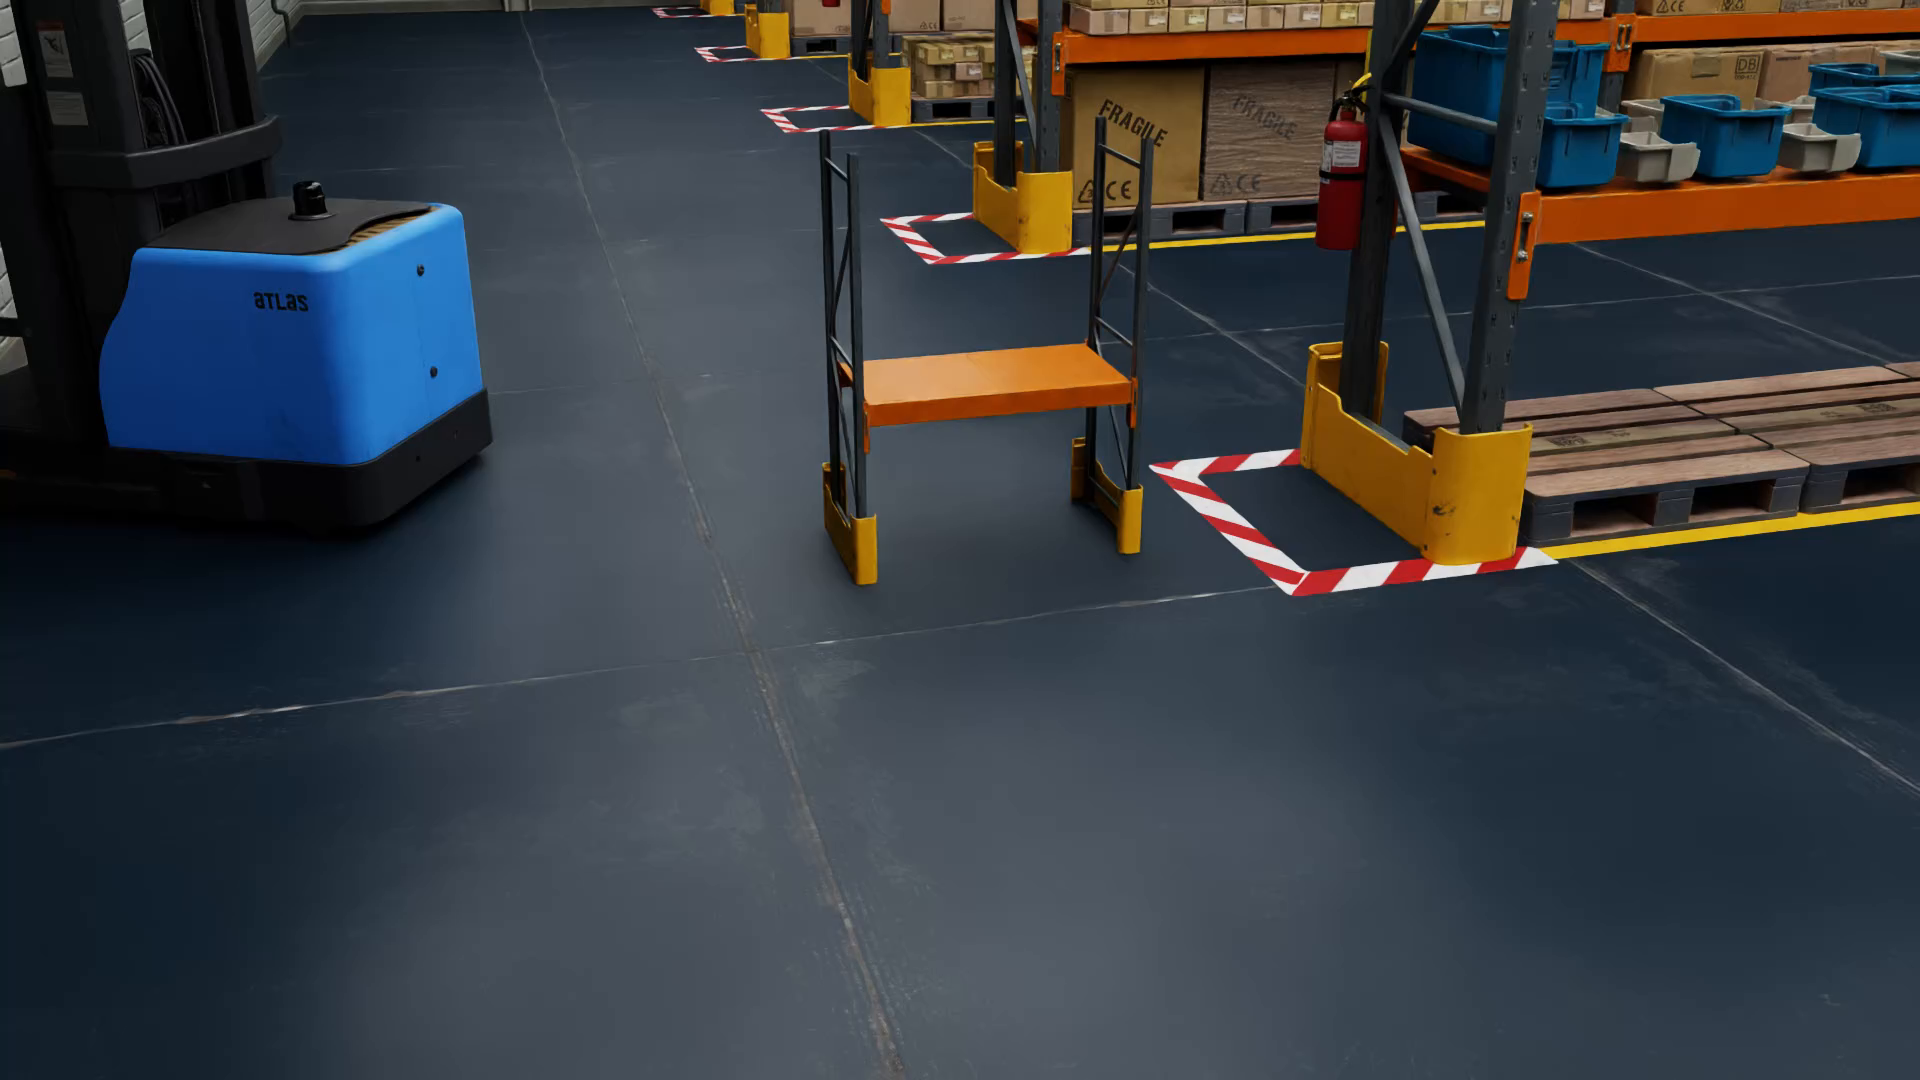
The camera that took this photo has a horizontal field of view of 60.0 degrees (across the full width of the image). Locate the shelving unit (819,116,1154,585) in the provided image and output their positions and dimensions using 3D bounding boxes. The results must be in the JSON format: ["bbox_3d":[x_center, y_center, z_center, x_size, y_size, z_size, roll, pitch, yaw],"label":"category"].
[{"bbox_3d":[0.073,-0.697,5.973,1.083,1.500,0.587,-6,24,-14],"label":"shelving unit"}]

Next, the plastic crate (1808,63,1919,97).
[{"bbox_3d":[3.667,-1.792,6.759,0.300,0.233,0.416,-6,24,-14],"label":"plastic crate"}]

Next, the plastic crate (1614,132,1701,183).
[{"bbox_3d":[2.417,-1.336,5.817,0.298,0.136,0.250,-6,24,-14],"label":"plastic crate"}]

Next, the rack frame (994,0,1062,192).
[{"bbox_3d":[0.421,-3.406,10.383,0.127,3.000,1.000,-6,24,-14],"label":"rack frame"}]

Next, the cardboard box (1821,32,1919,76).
[{"bbox_3d":[6.593,-3.317,12.338,0.875,0.875,1.225,-6,24,-14],"label":"cardboard box"}]

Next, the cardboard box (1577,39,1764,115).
[{"bbox_3d":[4.883,-3.124,11.889,0.875,0.875,1.225,-6,24,-14],"label":"cardboard box"}]

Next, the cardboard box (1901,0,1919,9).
[{"bbox_3d":[6.735,-4.050,11.757,0.500,0.500,0.500,-7,24,-16],"label":"cardboard box"}]

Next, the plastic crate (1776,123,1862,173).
[{"bbox_3d":[3.070,-1.408,5.986,0.298,0.136,0.250,-6,24,-14],"label":"plastic crate"}]

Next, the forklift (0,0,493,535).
[{"bbox_3d":[-3.548,-1.650,6.378,3.031,2.935,1.130,5,24,11],"label":"forklift"}]

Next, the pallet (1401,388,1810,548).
[{"bbox_3d":[2.563,-0.317,6.721,1.213,0.211,1.003,-6,24,-14],"label":"pallet"}]

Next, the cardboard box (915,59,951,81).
[{"bbox_3d":[-0.248,-4.278,15.121,0.250,0.149,0.380,-5,24,-12],"label":"cardboard box"}]

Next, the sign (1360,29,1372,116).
[{"bbox_3d":[1.595,-1.807,6.451,0.005,0.325,0.100,-6,24,-14],"label":"sign"}]

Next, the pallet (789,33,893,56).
[{"bbox_3d":[-1.507,-6.002,19.969,1.213,0.211,1.003,-6,24,-14],"label":"pallet"}]

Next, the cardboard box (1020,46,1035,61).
[{"bbox_3d":[0.501,-4.494,15.247,0.250,0.149,0.380,-8,24,-17],"label":"cardboard box"}]

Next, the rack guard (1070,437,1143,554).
[{"bbox_3d":[0.553,-0.176,6.343,0.087,0.250,0.587,-6,24,-14],"label":"rack guard"}]

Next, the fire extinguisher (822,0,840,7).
[{"bbox_3d":[-1.189,-5.241,15.232,0.183,0.674,0.296,-6,24,-14],"label":"fire extinguisher"}]

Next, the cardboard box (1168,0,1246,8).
[{"bbox_3d":[1.455,-3.480,10.369,0.500,0.250,0.500,-7,24,-15],"label":"cardboard box"}]

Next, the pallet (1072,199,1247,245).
[{"bbox_3d":[1.170,-2.239,11.201,1.213,0.211,1.003,-6,24,-14],"label":"pallet"}]

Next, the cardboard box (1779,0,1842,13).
[{"bbox_3d":[5.748,-3.939,11.499,0.500,0.500,0.500,-7,24,-16],"label":"cardboard box"}]

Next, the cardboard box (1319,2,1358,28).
[{"bbox_3d":[2.333,-3.367,10.612,0.250,0.149,0.380,-7,24,-16],"label":"cardboard box"}]

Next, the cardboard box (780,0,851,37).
[{"bbox_3d":[-1.648,-6.292,19.827,0.875,0.438,0.875,-7,24,-16],"label":"cardboard box"}]

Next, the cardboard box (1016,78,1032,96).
[{"bbox_3d":[0.512,-4.190,15.295,0.250,0.149,0.380,-6,24,-14],"label":"cardboard box"}]

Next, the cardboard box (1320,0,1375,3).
[{"bbox_3d":[2.440,-3.590,10.625,0.500,0.250,0.500,-7,24,-15],"label":"cardboard box"}]

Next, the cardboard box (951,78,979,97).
[{"bbox_3d":[-0.001,-4.176,15.261,0.250,0.149,0.380,-6,24,-15],"label":"cardboard box"}]

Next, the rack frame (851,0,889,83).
[{"bbox_3d":[-0.822,-5.300,14.797,0.127,3.000,1.000,-6,24,-14],"label":"rack frame"}]

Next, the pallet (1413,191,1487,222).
[{"bbox_3d":[3.519,-2.499,11.807,1.213,0.211,1.003,-6,24,-14],"label":"pallet"}]

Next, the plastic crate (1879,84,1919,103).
[{"bbox_3d":[3.642,-1.550,6.193,0.300,0.233,0.416,-6,24,-14],"label":"plastic crate"}]

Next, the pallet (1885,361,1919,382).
[{"bbox_3d":[4.913,-0.577,7.327,1.213,0.211,1.003,-6,24,-14],"label":"pallet"}]

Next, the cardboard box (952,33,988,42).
[{"bbox_3d":[0.092,-4.689,15.703,0.250,0.149,0.380,-7,24,-16],"label":"cardboard box"}]

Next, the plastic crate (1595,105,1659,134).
[{"bbox_3d":[2.495,-1.587,6.404,0.243,0.136,0.396,-6,24,-14],"label":"plastic crate"}]

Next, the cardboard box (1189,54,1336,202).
[{"bbox_3d":[1.892,-2.818,11.175,0.875,0.875,0.875,-6,24,-14],"label":"cardboard box"}]

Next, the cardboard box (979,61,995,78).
[{"bbox_3d":[0.243,-4.345,15.278,0.250,0.149,0.380,-6,24,-14],"label":"cardboard box"}]

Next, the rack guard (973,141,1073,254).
[{"bbox_3d":[0.398,-2.255,10.870,0.348,0.500,1.175,-6,24,-14],"label":"rack guard"}]

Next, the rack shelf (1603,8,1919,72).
[{"bbox_3d":[6.198,-3.714,12.015,4.000,0.370,1.077,-6,24,-14],"label":"rack shelf"}]

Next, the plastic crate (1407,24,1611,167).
[{"bbox_3d":[2.031,-1.676,6.230,0.499,0.435,0.616,-6,24,-14],"label":"plastic crate"}]

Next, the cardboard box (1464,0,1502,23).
[{"bbox_3d":[3.325,-3.477,10.869,0.250,0.149,0.380,-6,24,-13],"label":"cardboard box"}]

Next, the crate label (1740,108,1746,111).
[{"bbox_3d":[3.040,-1.652,6.554,0.243,0.136,0.396,-6,24,-14],"label":"crate label"}]

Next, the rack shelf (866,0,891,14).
[{"bbox_3d":[1.104,-5.182,15.435,4.000,0.370,1.077,-6,24,-14],"label":"rack shelf"}]

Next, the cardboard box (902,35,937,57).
[{"bbox_3d":[-0.380,-4.609,15.515,0.250,0.149,0.380,-6,24,-14],"label":"cardboard box"}]

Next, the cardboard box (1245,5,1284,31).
[{"bbox_3d":[1.841,-3.313,10.486,0.250,0.149,0.380,-7,24,-15],"label":"cardboard box"}]

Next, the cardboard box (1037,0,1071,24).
[{"bbox_3d":[0.675,-3.453,10.813,0.250,0.149,0.380,-6,24,-13],"label":"cardboard box"}]

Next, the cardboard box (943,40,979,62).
[{"bbox_3d":[0.008,-4.458,15.163,0.250,0.149,0.380,-6,24,-13],"label":"cardboard box"}]

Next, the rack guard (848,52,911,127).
[{"bbox_3d":[-0.748,-4.159,15.309,0.348,0.500,1.175,-6,24,-14],"label":"rack guard"}]

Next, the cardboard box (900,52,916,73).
[{"bbox_3d":[-0.390,-4.484,15.601,0.250,0.149,0.380,-7,24,-16],"label":"cardboard box"}]

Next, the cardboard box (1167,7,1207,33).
[{"bbox_3d":[1.345,-3.258,10.358,0.250,0.149,0.380,-7,24,-16],"label":"cardboard box"}]

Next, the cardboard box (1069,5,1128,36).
[{"bbox_3d":[0.852,-3.203,10.229,0.250,0.149,0.380,-6,24,-14],"label":"cardboard box"}]

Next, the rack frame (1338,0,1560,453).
[{"bbox_3d":[1.759,-1.525,6.001,0.127,3.000,1.000,-6,24,-14],"label":"rack frame"}]

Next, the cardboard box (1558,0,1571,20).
[{"bbox_3d":[3.819,-3.532,10.996,0.250,0.149,0.380,-6,24,-13],"label":"cardboard box"}]

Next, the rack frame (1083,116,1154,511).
[{"bbox_3d":[0.572,-0.752,6.102,0.032,1.500,0.500,-6,24,-14],"label":"rack frame"}]

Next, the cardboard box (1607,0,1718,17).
[{"bbox_3d":[4.783,-3.832,11.250,0.500,0.500,0.500,-6,24,-14],"label":"cardboard box"}]

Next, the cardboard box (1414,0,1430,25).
[{"bbox_3d":[2.830,-3.423,10.741,0.250,0.149,0.380,-7,24,-15],"label":"cardboard box"}]

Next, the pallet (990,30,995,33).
[{"bbox_3d":[0.842,-6.262,20.575,1.213,0.211,1.003,-6,24,-14],"label":"pallet"}]

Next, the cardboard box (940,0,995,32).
[{"bbox_3d":[0.100,-6.488,20.284,0.875,0.438,0.875,-7,24,-16],"label":"cardboard box"}]
